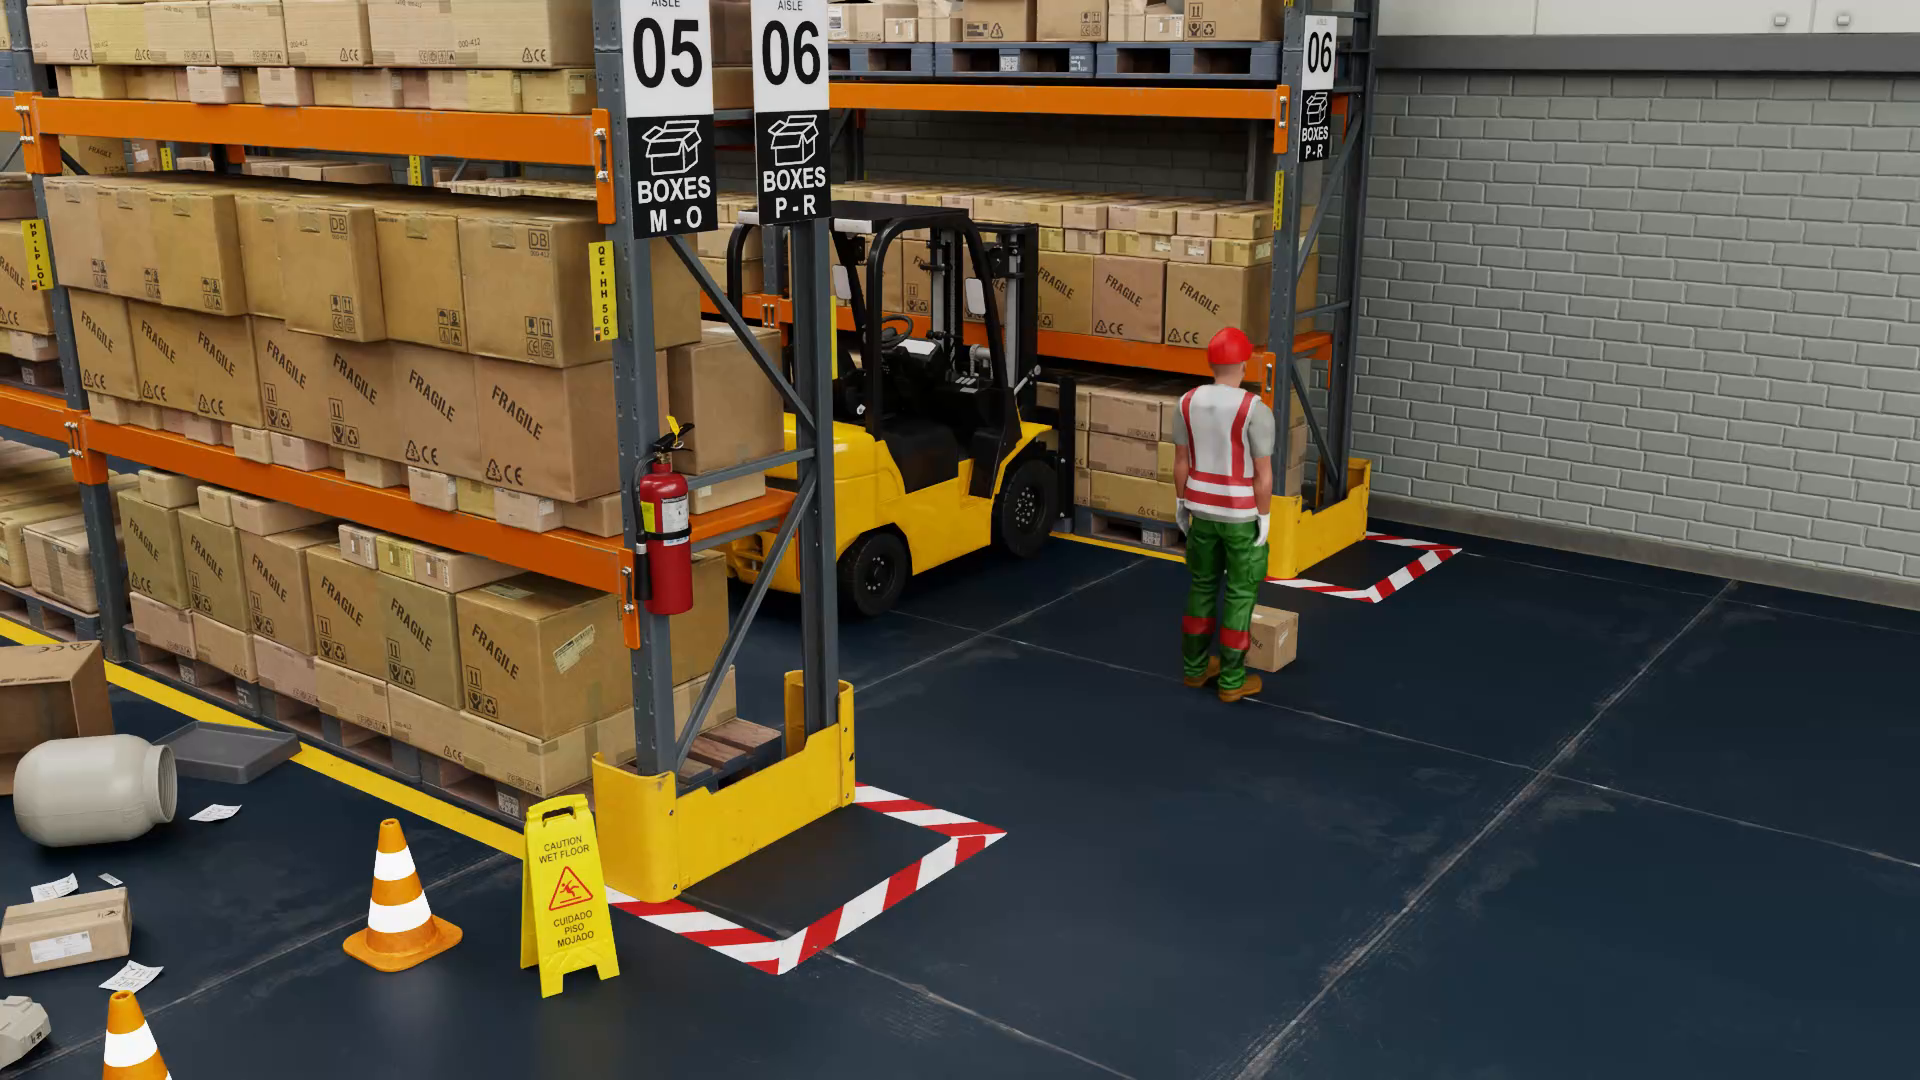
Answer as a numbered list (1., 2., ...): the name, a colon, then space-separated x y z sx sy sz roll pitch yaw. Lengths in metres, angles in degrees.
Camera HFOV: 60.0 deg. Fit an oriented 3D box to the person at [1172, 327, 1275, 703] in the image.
1. person: 1.275 -0.133 7.954 0.524 1.790 0.380 12 20 36
